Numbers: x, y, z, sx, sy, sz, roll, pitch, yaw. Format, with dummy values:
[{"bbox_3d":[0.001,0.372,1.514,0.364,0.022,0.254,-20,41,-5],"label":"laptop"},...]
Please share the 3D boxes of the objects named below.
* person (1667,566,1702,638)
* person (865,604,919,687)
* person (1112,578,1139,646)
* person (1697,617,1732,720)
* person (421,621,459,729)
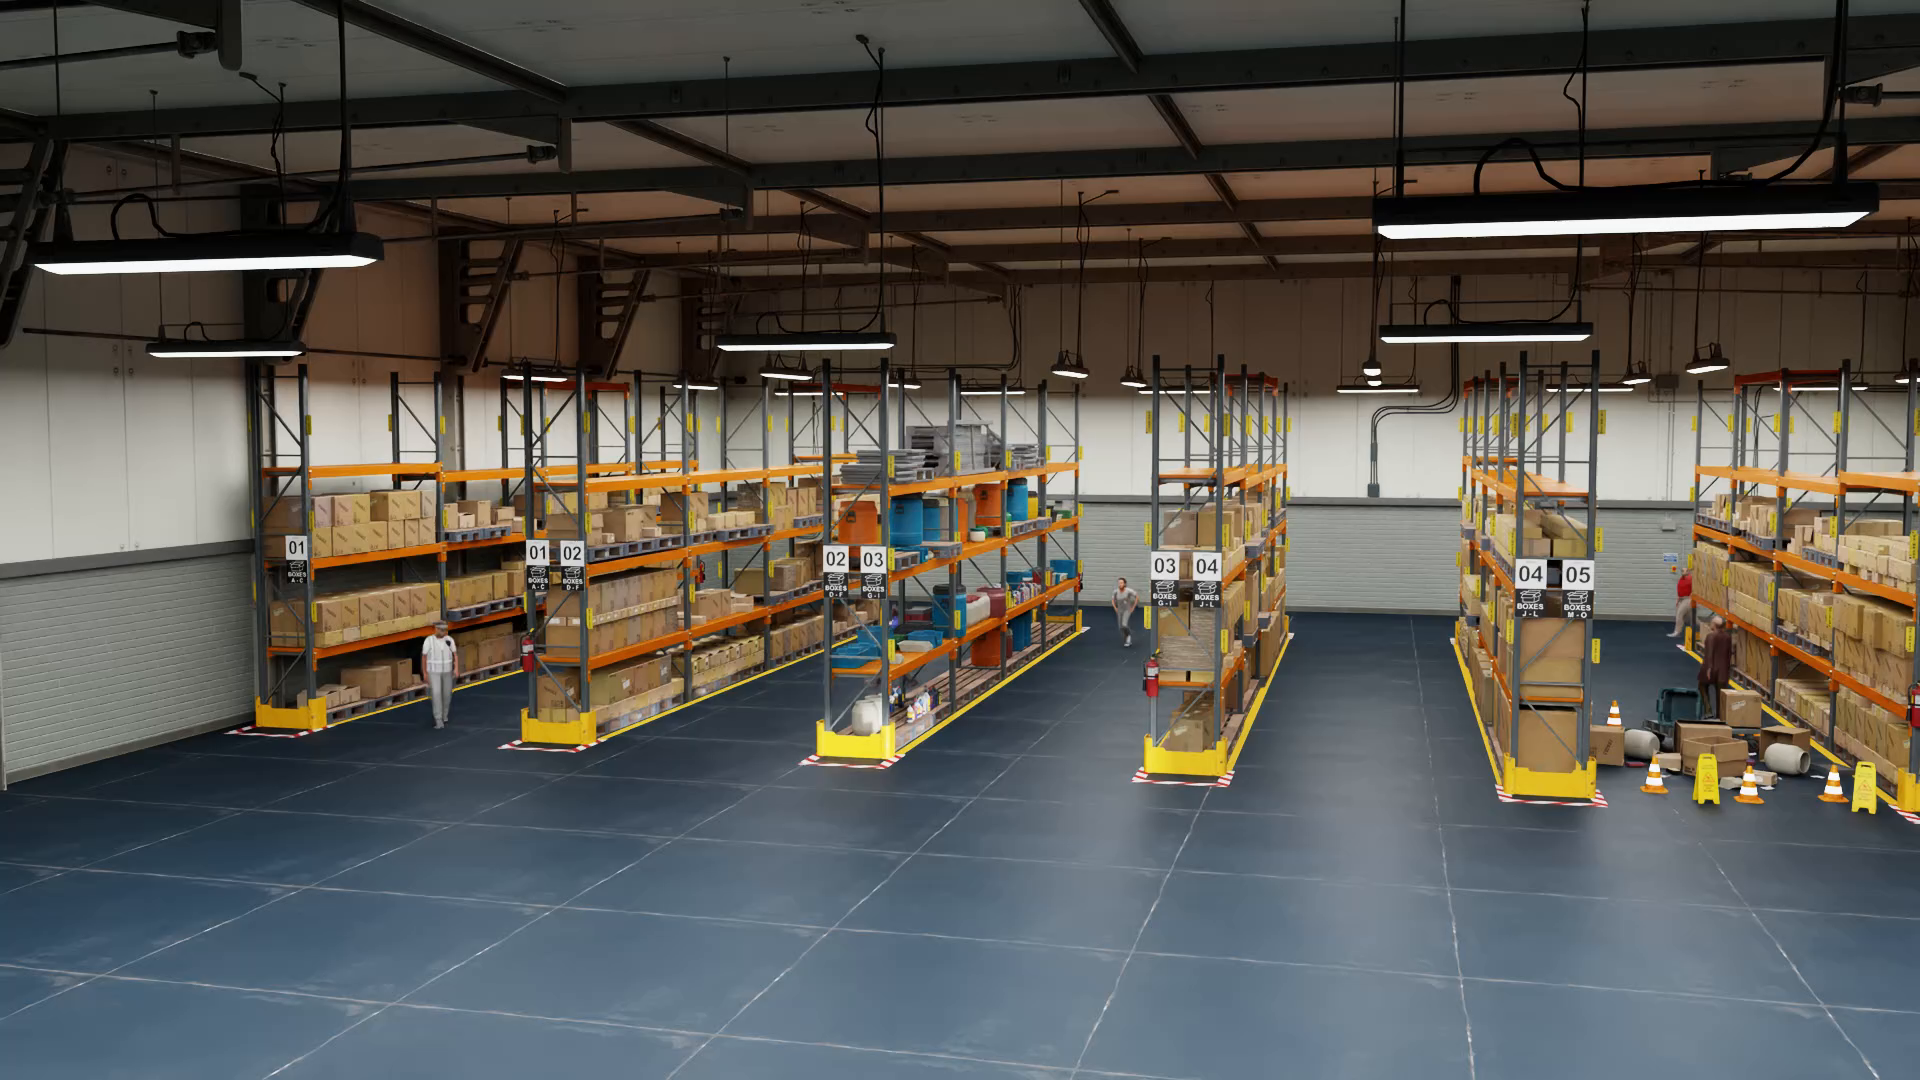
[{"bbox_3d":[17.134,1.452,39.115,0.986,1.684,0.535,1,4,8],"label":"person"},{"bbox_3d":[-1.216,1.922,30.266,1.036,1.519,0.469,3,5,37],"label":"person"},{"bbox_3d":[3.743,1.625,37.567,0.595,1.581,0.698,2,4,26],"label":"person"},{"bbox_3d":[12.727,2.206,27.923,0.572,1.814,0.594,0,4,2],"label":"person"},{"bbox_3d":[-8.667,2.238,27.866,0.564,1.749,0.798,-3,5,-36],"label":"person"}]
